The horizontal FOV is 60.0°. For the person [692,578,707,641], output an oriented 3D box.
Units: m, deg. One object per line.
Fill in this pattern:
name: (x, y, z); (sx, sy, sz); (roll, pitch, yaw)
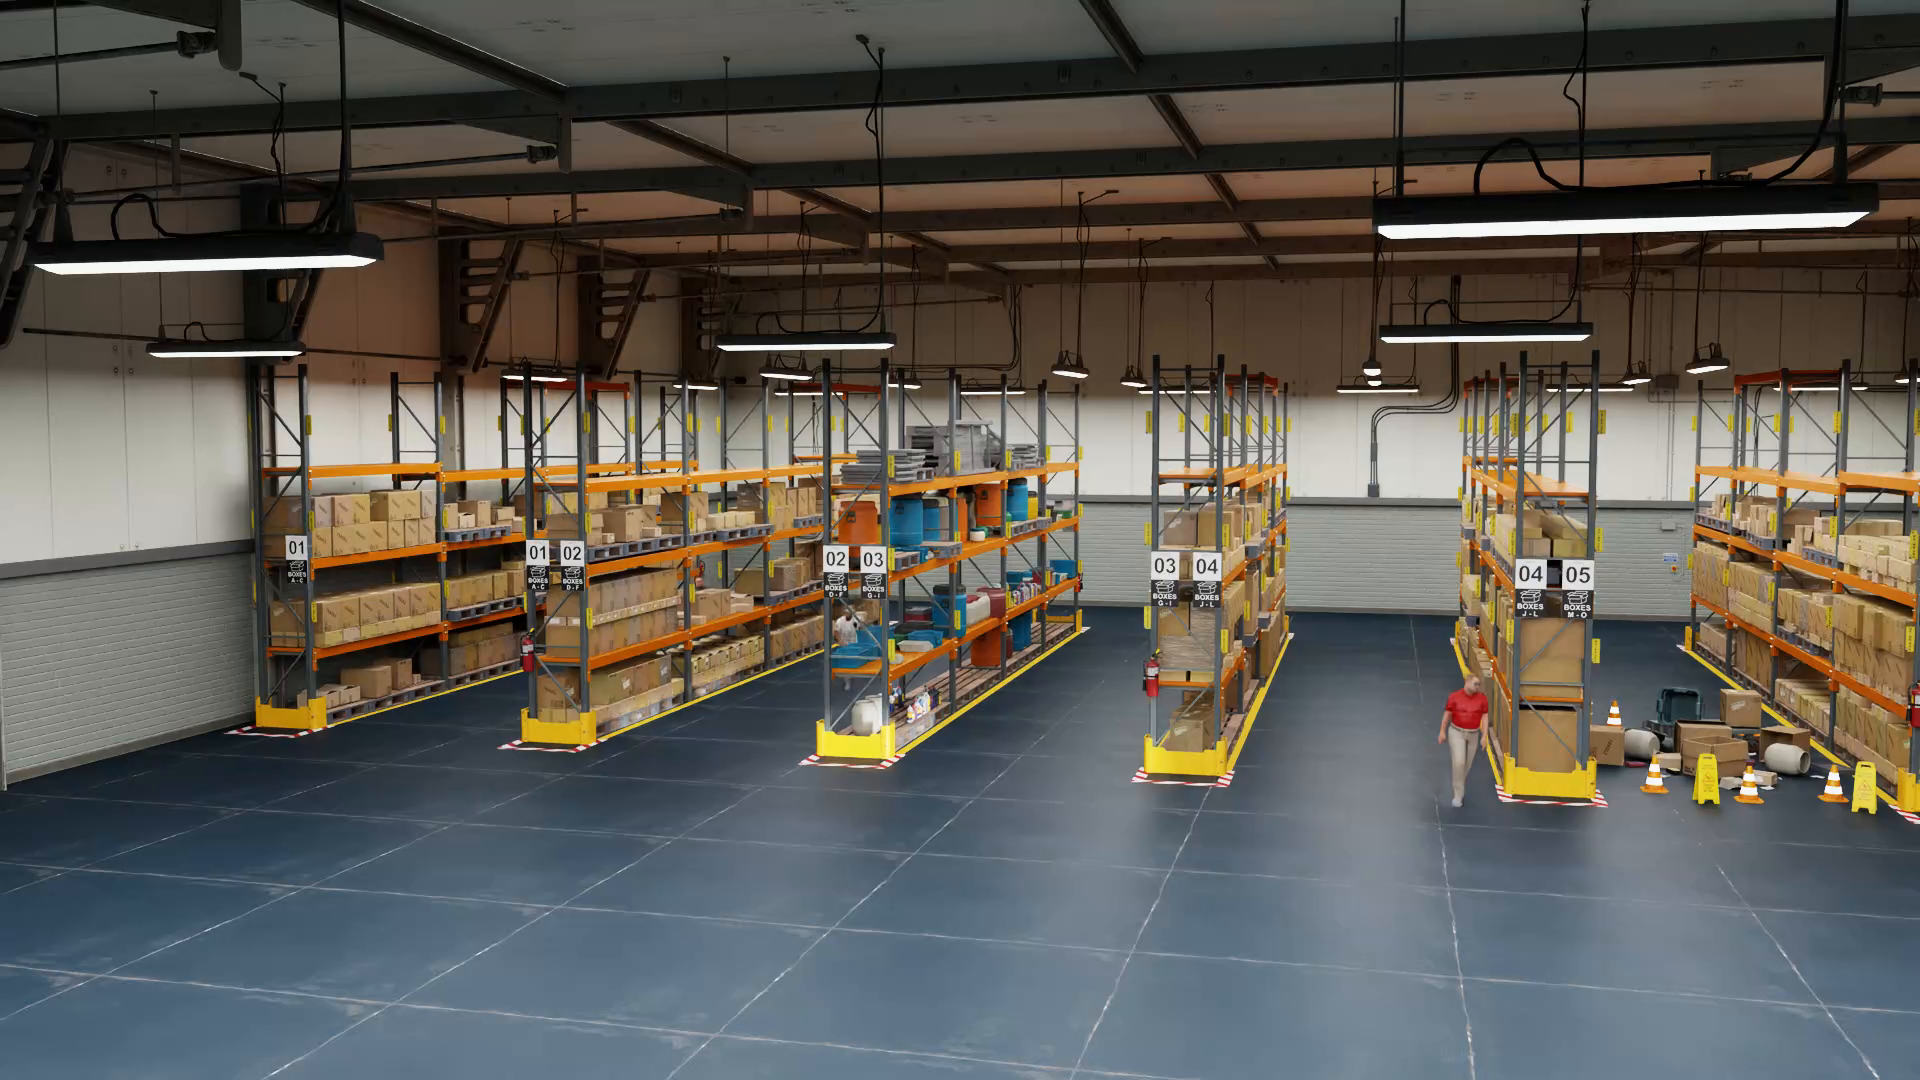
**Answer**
person: (-5.684, 1.659, 36.009); (0.653, 1.681, 0.647); (1, 4, 10)

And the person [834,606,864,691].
person: (-2.133, 2.028, 31.818); (0.568, 1.642, 0.960); (0, 4, -6)

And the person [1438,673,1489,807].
person: (6.730, 2.624, 22.145); (0.600, 1.721, 0.735); (0, 4, -7)
